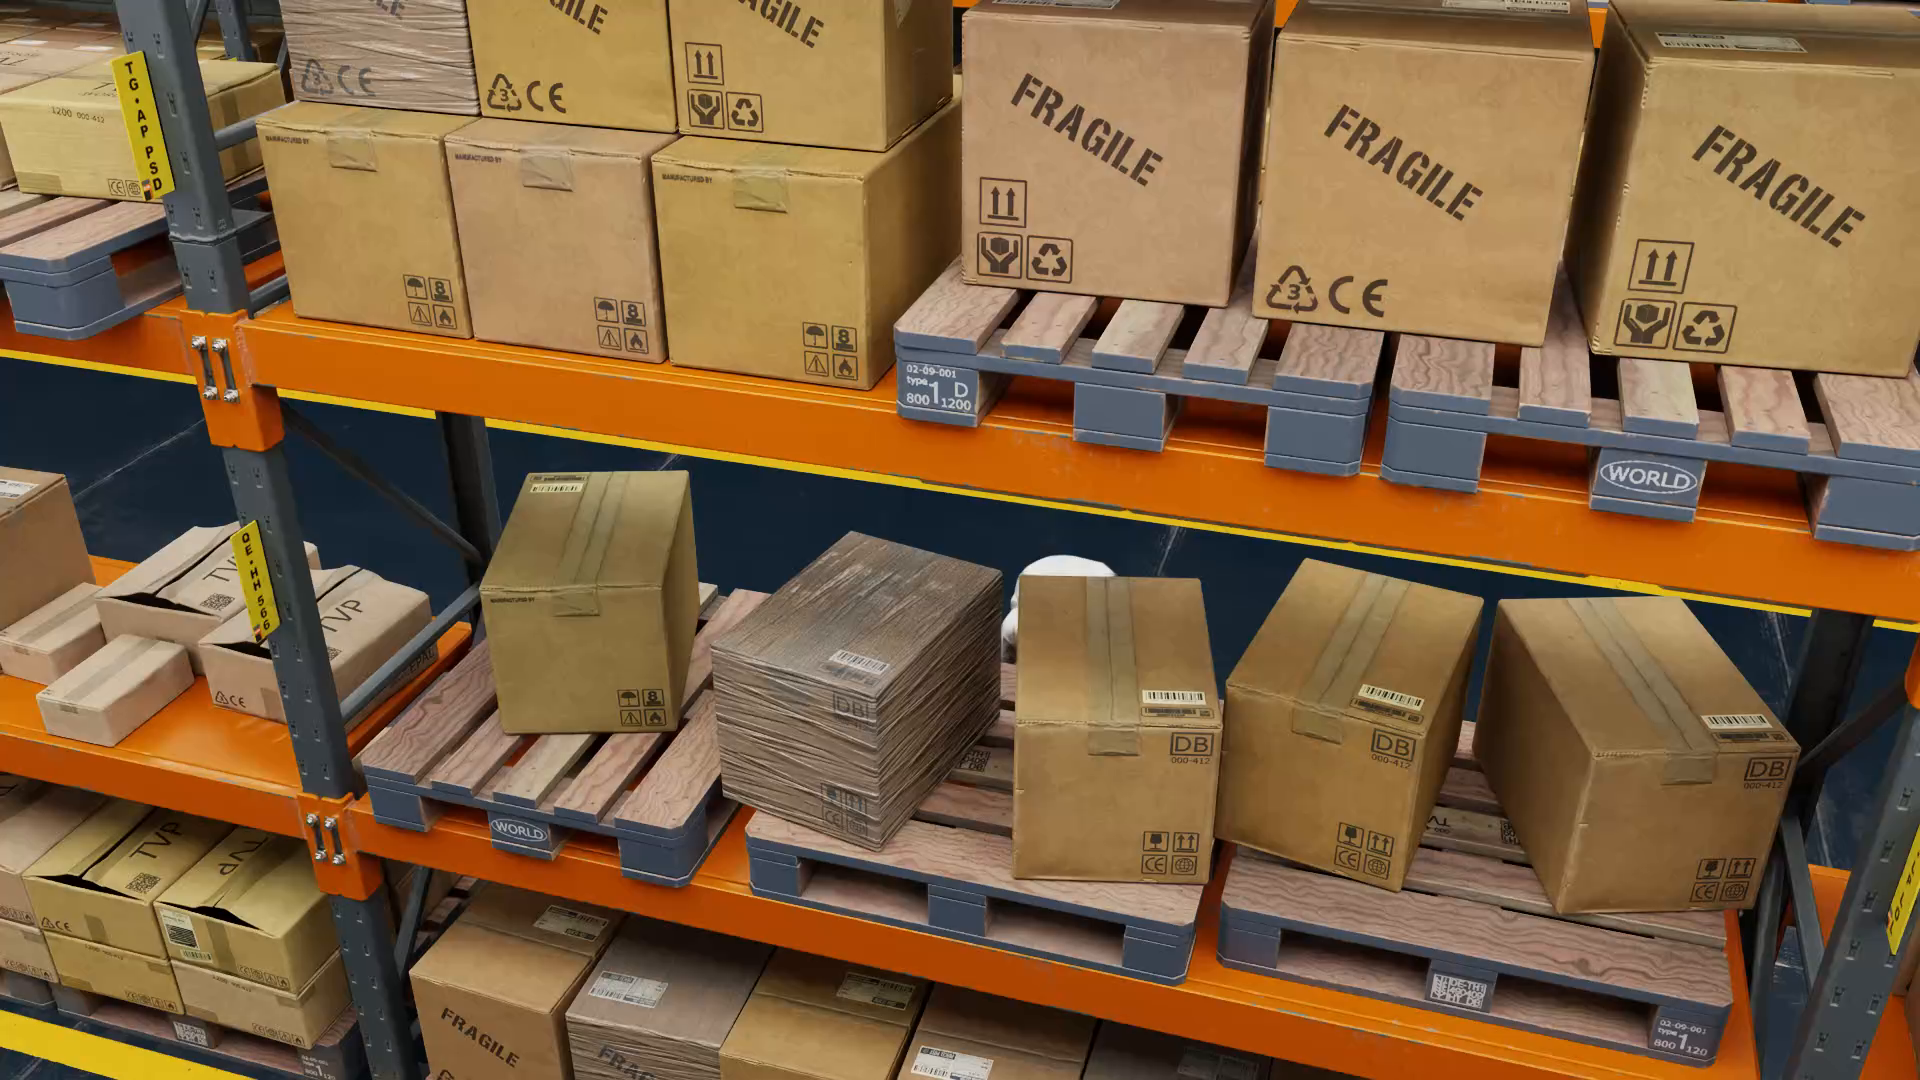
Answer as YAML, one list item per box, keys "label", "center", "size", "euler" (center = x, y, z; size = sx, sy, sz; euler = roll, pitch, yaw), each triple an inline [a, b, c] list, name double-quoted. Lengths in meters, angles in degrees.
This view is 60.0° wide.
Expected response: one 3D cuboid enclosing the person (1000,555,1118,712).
- label: "person"
  center: [0.385, 0.634, 6.698]
  size: [0.495, 1.053, 0.997]
  euler: [7, 30, 13]
